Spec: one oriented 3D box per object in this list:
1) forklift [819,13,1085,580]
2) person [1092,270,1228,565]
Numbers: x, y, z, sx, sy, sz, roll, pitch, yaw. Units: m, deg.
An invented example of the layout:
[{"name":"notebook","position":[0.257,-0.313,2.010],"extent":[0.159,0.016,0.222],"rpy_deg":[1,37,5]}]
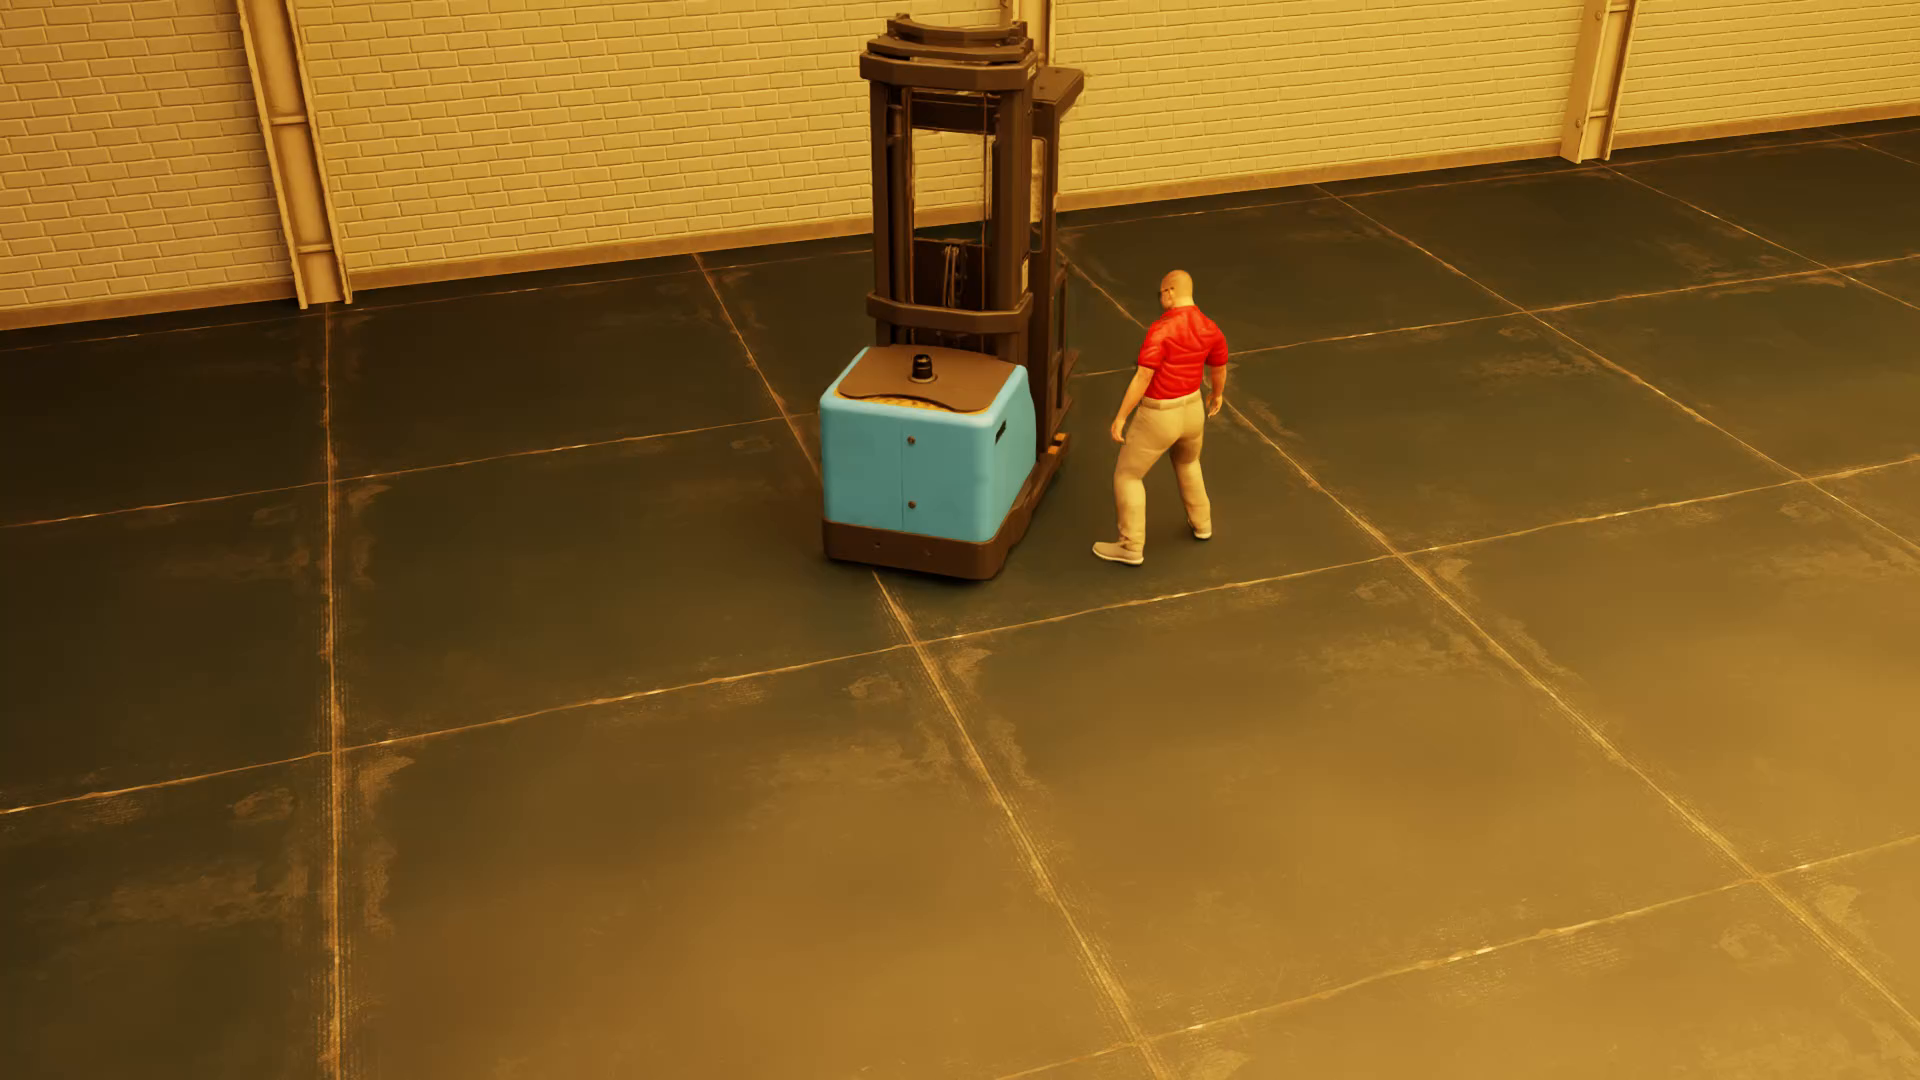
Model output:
[{"name":"forklift","position":[0.100,-1.765,10.155],"extent":[1.130,2.935,3.031],"rpy_deg":[8,31,14]},{"name":"person","position":[1.213,-0.722,9.612],"extent":[0.914,1.682,0.371],"rpy_deg":[-18,34,-28]}]
